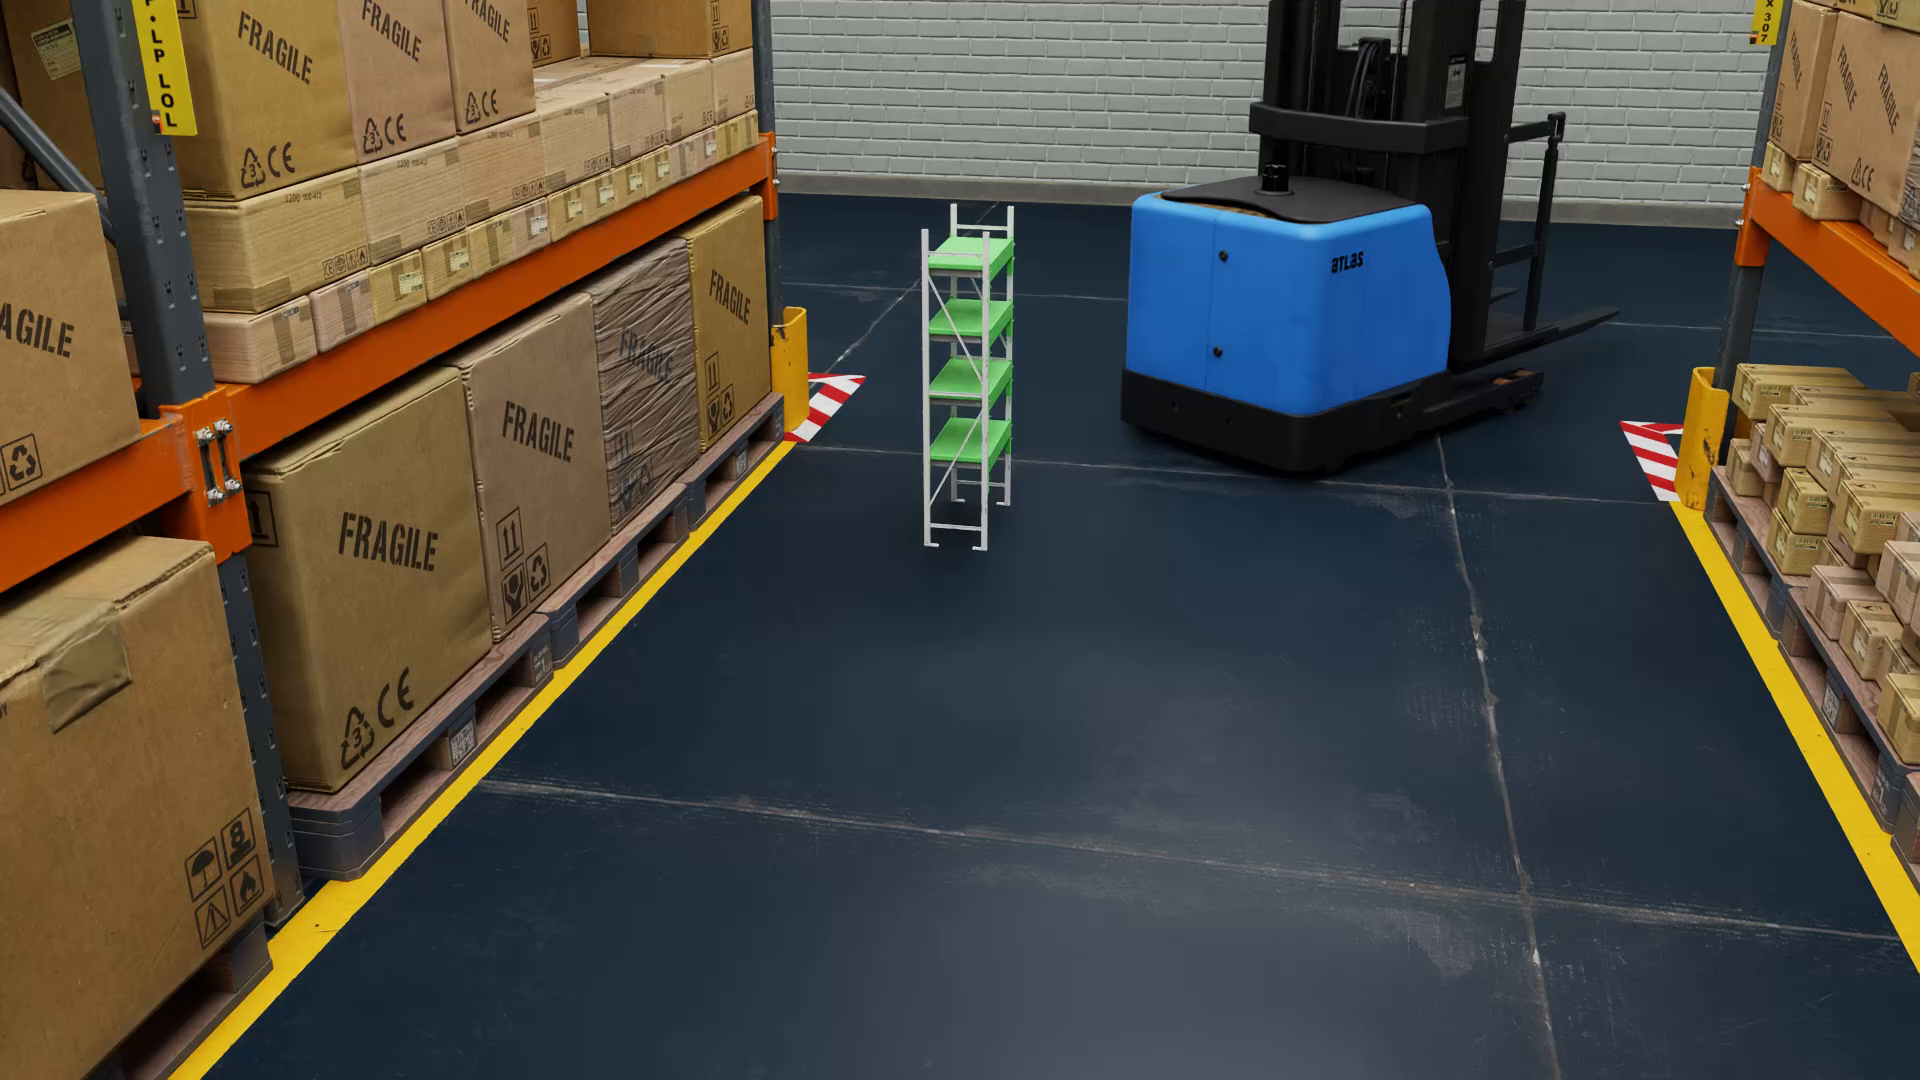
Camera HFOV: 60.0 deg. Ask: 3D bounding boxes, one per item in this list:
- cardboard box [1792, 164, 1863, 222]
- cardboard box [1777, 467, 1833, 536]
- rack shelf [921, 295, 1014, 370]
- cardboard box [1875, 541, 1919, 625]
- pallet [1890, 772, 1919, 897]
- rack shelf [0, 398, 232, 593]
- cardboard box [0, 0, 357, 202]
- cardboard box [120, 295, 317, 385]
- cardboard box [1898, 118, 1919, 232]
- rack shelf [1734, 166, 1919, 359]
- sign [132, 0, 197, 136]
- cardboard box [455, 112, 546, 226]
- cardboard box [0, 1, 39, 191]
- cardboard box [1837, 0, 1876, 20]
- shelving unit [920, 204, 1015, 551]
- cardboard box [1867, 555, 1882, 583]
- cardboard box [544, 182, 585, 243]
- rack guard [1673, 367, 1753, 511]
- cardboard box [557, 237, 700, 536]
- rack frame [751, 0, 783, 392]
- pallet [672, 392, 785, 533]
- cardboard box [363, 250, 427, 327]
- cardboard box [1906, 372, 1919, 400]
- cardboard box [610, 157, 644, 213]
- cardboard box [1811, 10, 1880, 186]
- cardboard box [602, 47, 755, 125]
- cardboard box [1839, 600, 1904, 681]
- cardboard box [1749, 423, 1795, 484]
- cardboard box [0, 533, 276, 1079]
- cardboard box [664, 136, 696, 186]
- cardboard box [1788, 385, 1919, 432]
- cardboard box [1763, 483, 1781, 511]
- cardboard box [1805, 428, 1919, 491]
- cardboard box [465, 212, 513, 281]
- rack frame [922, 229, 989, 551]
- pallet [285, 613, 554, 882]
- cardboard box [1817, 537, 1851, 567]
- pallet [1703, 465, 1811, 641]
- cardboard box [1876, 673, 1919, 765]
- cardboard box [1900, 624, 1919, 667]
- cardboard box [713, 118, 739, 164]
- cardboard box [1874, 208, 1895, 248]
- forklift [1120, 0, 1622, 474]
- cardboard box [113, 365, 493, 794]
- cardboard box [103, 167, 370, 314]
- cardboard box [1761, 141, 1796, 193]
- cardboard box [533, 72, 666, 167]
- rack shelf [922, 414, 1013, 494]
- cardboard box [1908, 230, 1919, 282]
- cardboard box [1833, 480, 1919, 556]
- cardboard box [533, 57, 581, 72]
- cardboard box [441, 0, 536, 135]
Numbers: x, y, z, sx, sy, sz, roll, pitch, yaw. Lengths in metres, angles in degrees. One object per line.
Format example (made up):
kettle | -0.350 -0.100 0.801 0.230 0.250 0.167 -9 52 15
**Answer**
cardboard box | 3.023 -1.156 5.545 0.380 0.149 0.250 4 22 9
cardboard box | 2.937 -0.117 5.485 0.380 0.149 0.250 5 23 13
rack shelf | 0.034 -0.780 6.214 0.258 0.148 0.480 4 22 11
cardboard box | 2.724 0.126 4.484 0.380 0.149 0.250 4 22 9
pallet | 2.815 0.952 3.708 1.003 0.211 1.213 4 22 11
rack shelf | -2.531 0.557 1.920 1.077 0.370 4.000 4 22 11
cardboard box | -1.775 -1.081 3.820 0.500 0.500 0.500 4 22 11
cardboard box | -1.737 -0.475 3.854 0.380 0.149 0.250 5 22 11
cardboard box | 2.872 -1.035 4.376 0.500 0.500 0.500 4 22 10
rack shelf | 3.120 -0.491 4.521 1.077 0.370 4.000 4 22 11
sign | -1.590 -0.971 3.306 0.100 0.325 0.005 4 22 11
cardboard box | -1.564 -1.100 4.873 0.500 0.250 0.500 5 22 12
cardboard box | -2.291 -1.113 3.902 0.500 0.500 0.500 5 22 12
cardboard box | 3.080 -1.876 5.125 0.500 0.500 0.500 5 22 12
shelving unit | 0.034 -0.617 6.280 0.258 1.200 0.503 4 22 11
cardboard box | 2.961 0.090 4.972 0.380 0.149 0.250 6 23 14
cardboard box | -1.420 -1.045 5.270 0.380 0.149 0.250 4 22 9
rack guard | 3.513 -0.369 6.601 1.175 0.500 0.348 4 22 11
cardboard box | -1.544 -0.608 6.129 0.875 0.875 0.875 4 22 11
rack frame | -1.307 -1.972 7.234 1.000 3.000 0.127 4 22 11
pallet | -1.393 -0.380 7.014 1.003 0.211 1.213 4 22 11
cardboard box | -1.630 -0.667 4.332 0.380 0.149 0.250 5 23 13
cardboard box | 3.669 -0.492 6.017 0.380 0.149 0.250 5 22 12
cardboard box | -1.316 -1.231 5.732 0.380 0.149 0.250 5 22 11
cardboard box | 3.082 -1.400 5.283 0.500 0.500 0.500 5 22 11
cardboard box | -1.146 -1.842 6.716 0.500 0.250 0.500 4 22 10
cardboard box | 2.806 0.305 4.835 0.380 0.149 0.250 4 22 11
cardboard box | 3.059 -0.299 5.936 0.380 0.149 0.250 4 22 11
cardboard box | -2.234 0.518 3.335 1.225 0.875 0.875 5 22 11
cardboard box | -1.213 -1.421 6.203 0.380 0.149 0.250 5 22 12
cardboard box | 3.150 -0.429 5.861 0.380 0.149 0.250 5 22 12
cardboard box | 3.135 -0.160 5.989 0.380 0.149 0.250 4 22 11
cardboard box | 3.004 -0.250 5.416 0.380 0.149 0.250 3 22 8
cardboard box | -1.526 -0.857 4.803 0.380 0.149 0.250 4 22 10
rack frame | -0.016 -0.528 6.058 0.240 1.200 0.015 4 22 11
pallet | -1.891 0.513 4.798 1.003 0.211 1.213 4 22 11
cardboard box | 2.973 0.117 5.301 0.380 0.149 0.250 5 22 11
pallet | 3.313 0.059 5.924 1.003 0.211 1.213 4 22 11
cardboard box | 2.670 0.486 4.385 0.380 0.149 0.250 4 22 11
cardboard box | 2.800 0.282 4.494 0.380 0.149 0.250 3 22 8
cardboard box | -1.108 -1.604 6.659 0.380 0.149 0.250 5 22 11
cardboard box | 3.025 -0.953 5.042 0.380 0.149 0.250 4 22 10
forklift | 2.154 -2.083 7.603 3.031 2.935 1.130 -19 29 -39
cardboard box | -1.910 0.047 4.504 0.875 0.875 0.875 4 22 11
cardboard box | -1.770 -0.729 3.951 0.500 0.250 0.500 4 22 10
cardboard box | 3.141 -1.346 6.018 0.380 0.149 0.250 4 22 10
cardboard box | -1.353 -1.471 5.793 0.500 0.250 0.500 4 22 9
rack shelf | 0.034 -0.335 6.393 0.258 0.148 0.480 4 22 11
cardboard box | 2.873 -0.772 4.592 0.380 0.149 0.250 5 23 13
cardboard box | 2.840 -0.056 4.936 0.380 0.149 0.250 5 22 12
cardboard box | -1.768 -1.694 6.348 0.500 0.250 0.500 4 22 10
cardboard box | -1.565 -1.451 4.739 0.500 0.500 0.500 4 22 9
